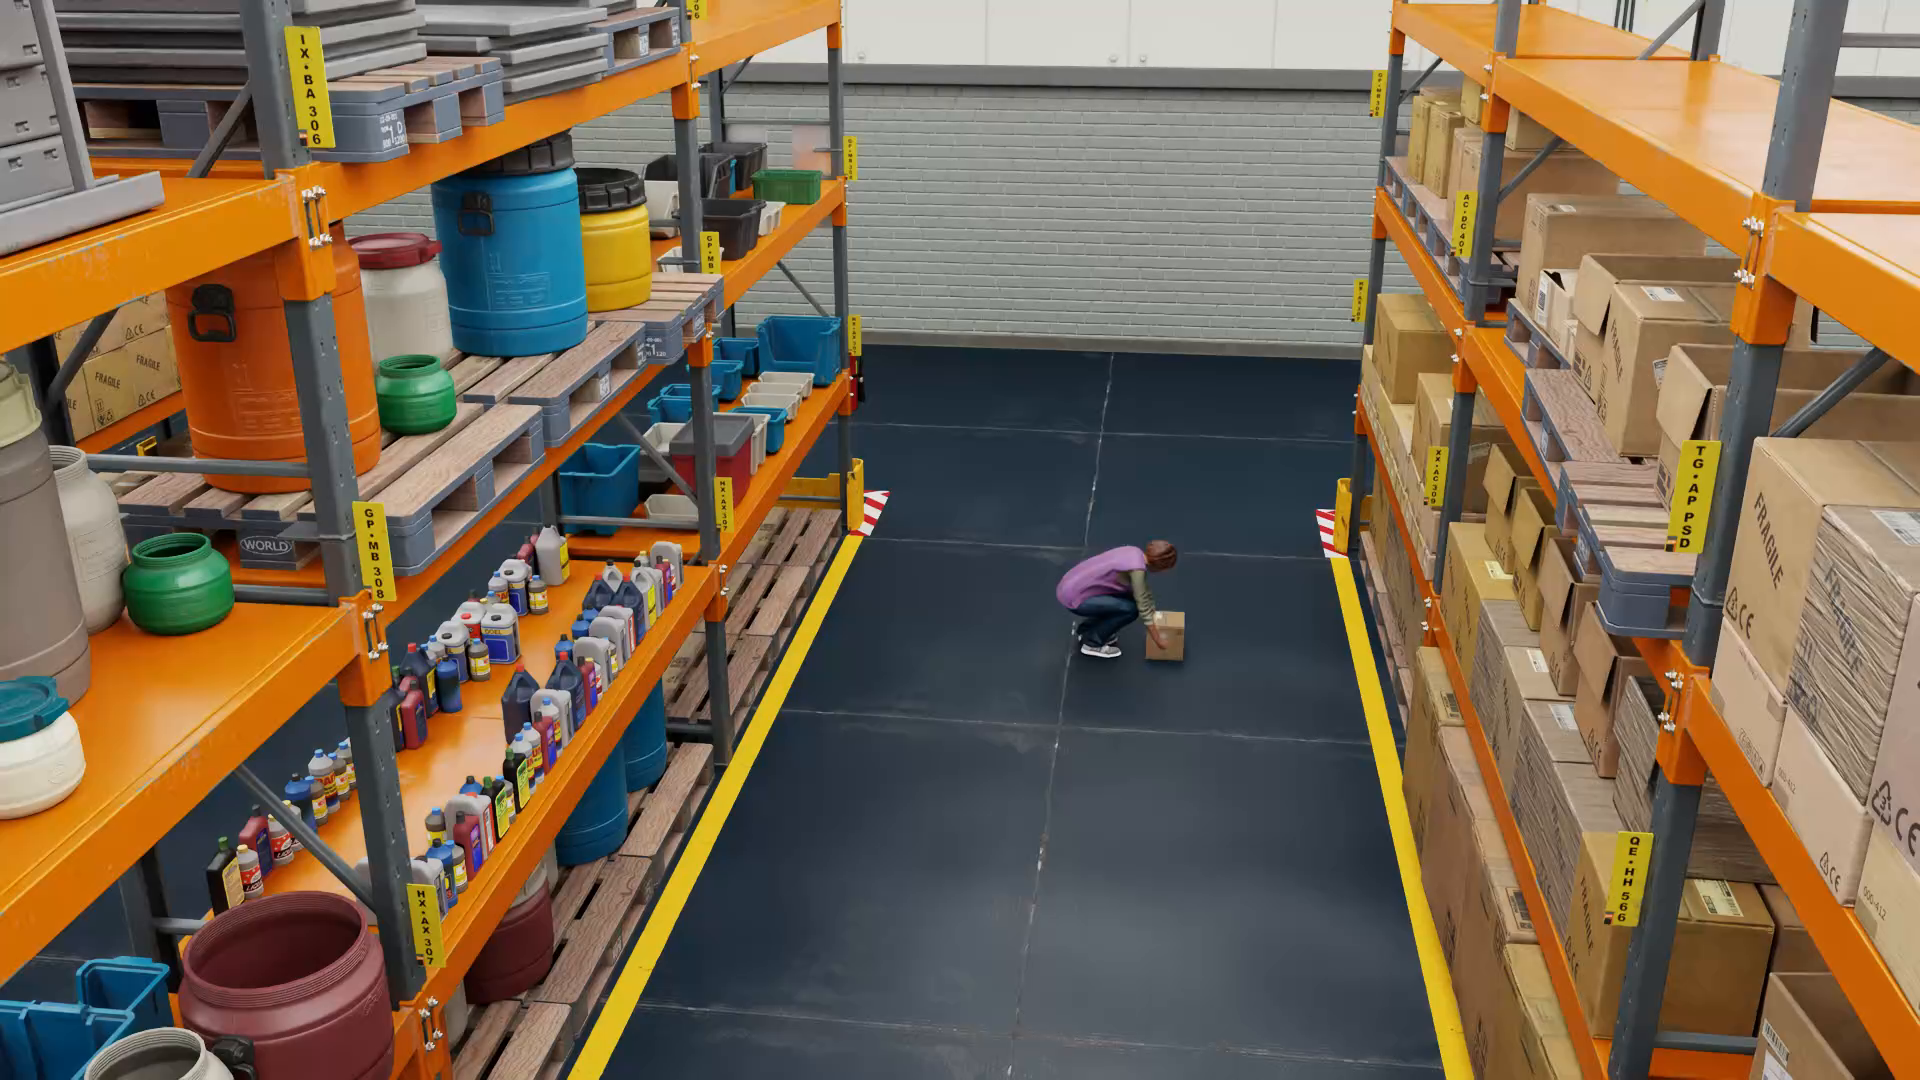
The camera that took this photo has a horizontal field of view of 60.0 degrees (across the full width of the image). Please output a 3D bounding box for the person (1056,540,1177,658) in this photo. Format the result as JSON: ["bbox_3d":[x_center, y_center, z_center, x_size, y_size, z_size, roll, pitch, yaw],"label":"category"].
[{"bbox_3d":[1.052,0.380,11.238,0.802,0.792,0.431,3,22,6],"label":"person"}]
